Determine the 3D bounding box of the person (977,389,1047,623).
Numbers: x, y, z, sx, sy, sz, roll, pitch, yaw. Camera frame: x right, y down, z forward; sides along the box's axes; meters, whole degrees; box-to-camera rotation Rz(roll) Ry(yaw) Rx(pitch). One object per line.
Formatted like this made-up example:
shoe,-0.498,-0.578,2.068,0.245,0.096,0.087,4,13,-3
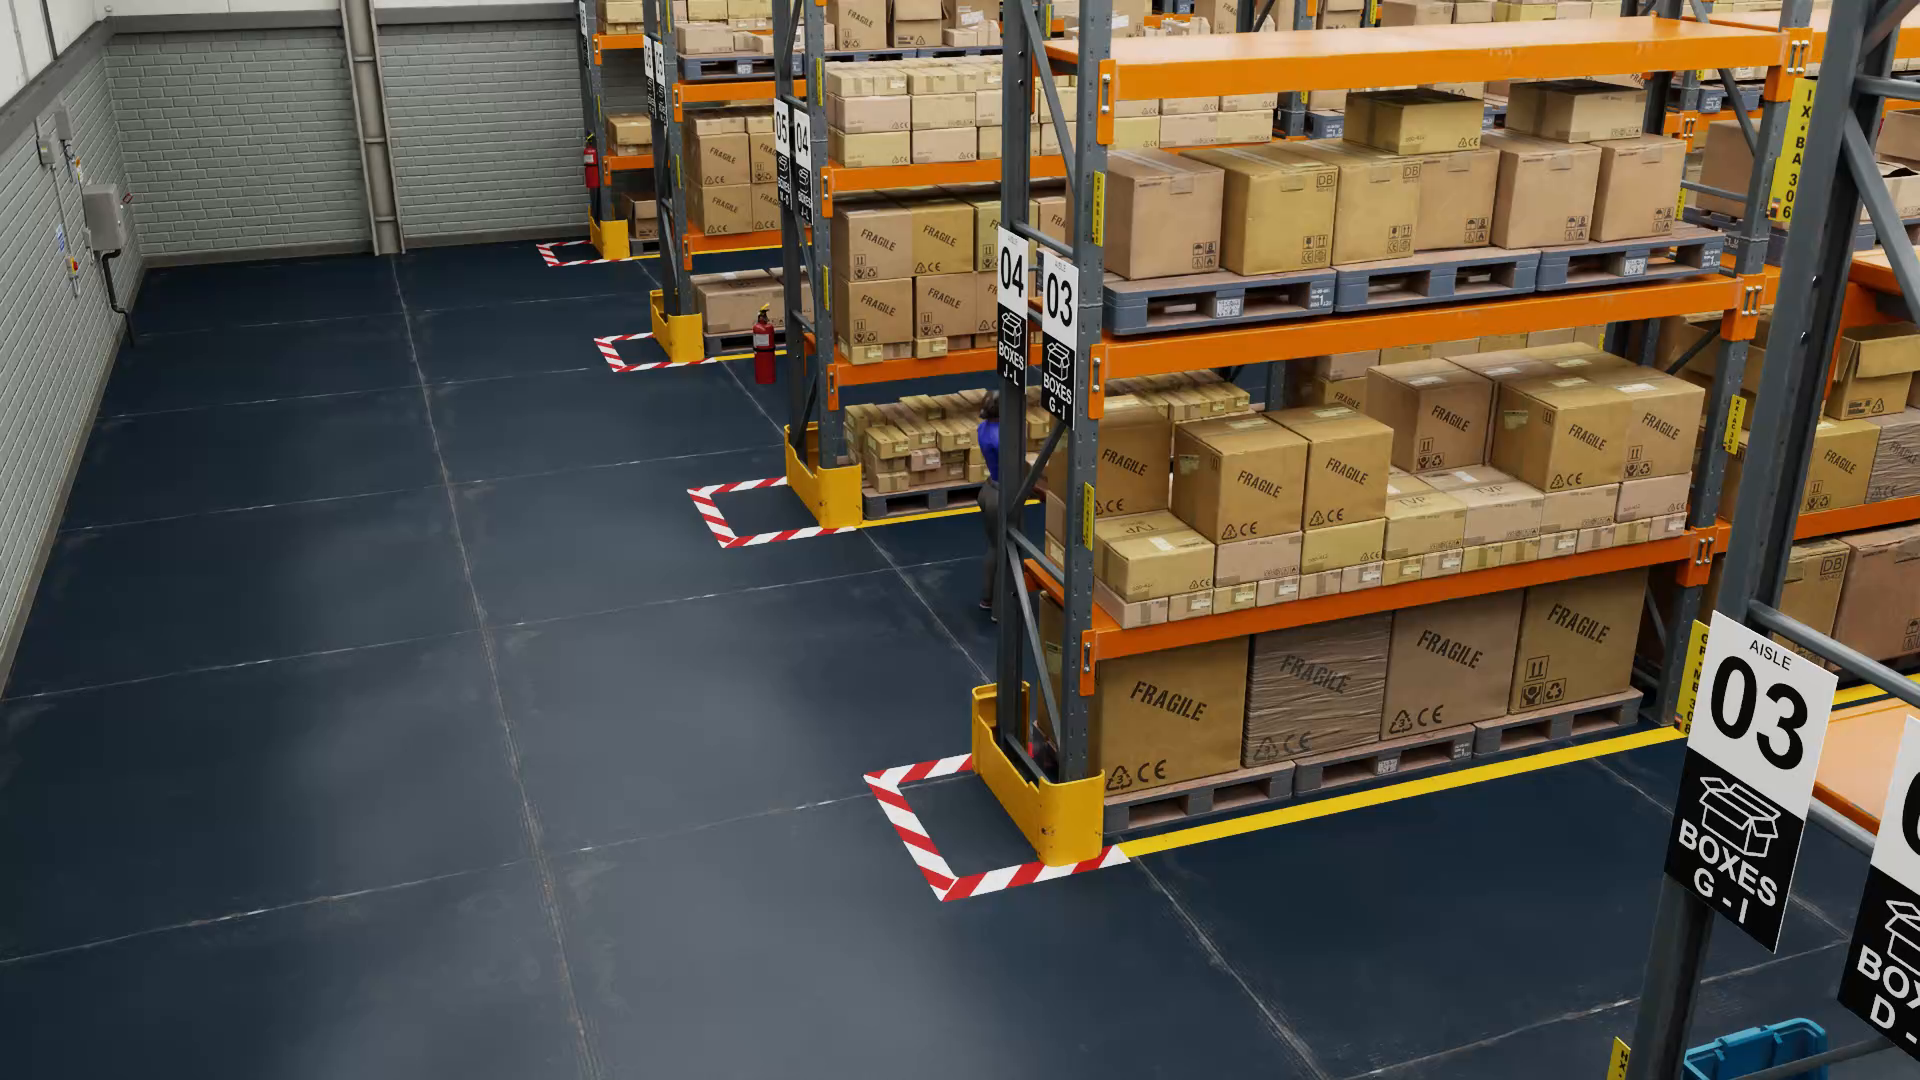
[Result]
person,0.369,-0.253,11.442,0.510,1.651,0.451,-8,24,-18
